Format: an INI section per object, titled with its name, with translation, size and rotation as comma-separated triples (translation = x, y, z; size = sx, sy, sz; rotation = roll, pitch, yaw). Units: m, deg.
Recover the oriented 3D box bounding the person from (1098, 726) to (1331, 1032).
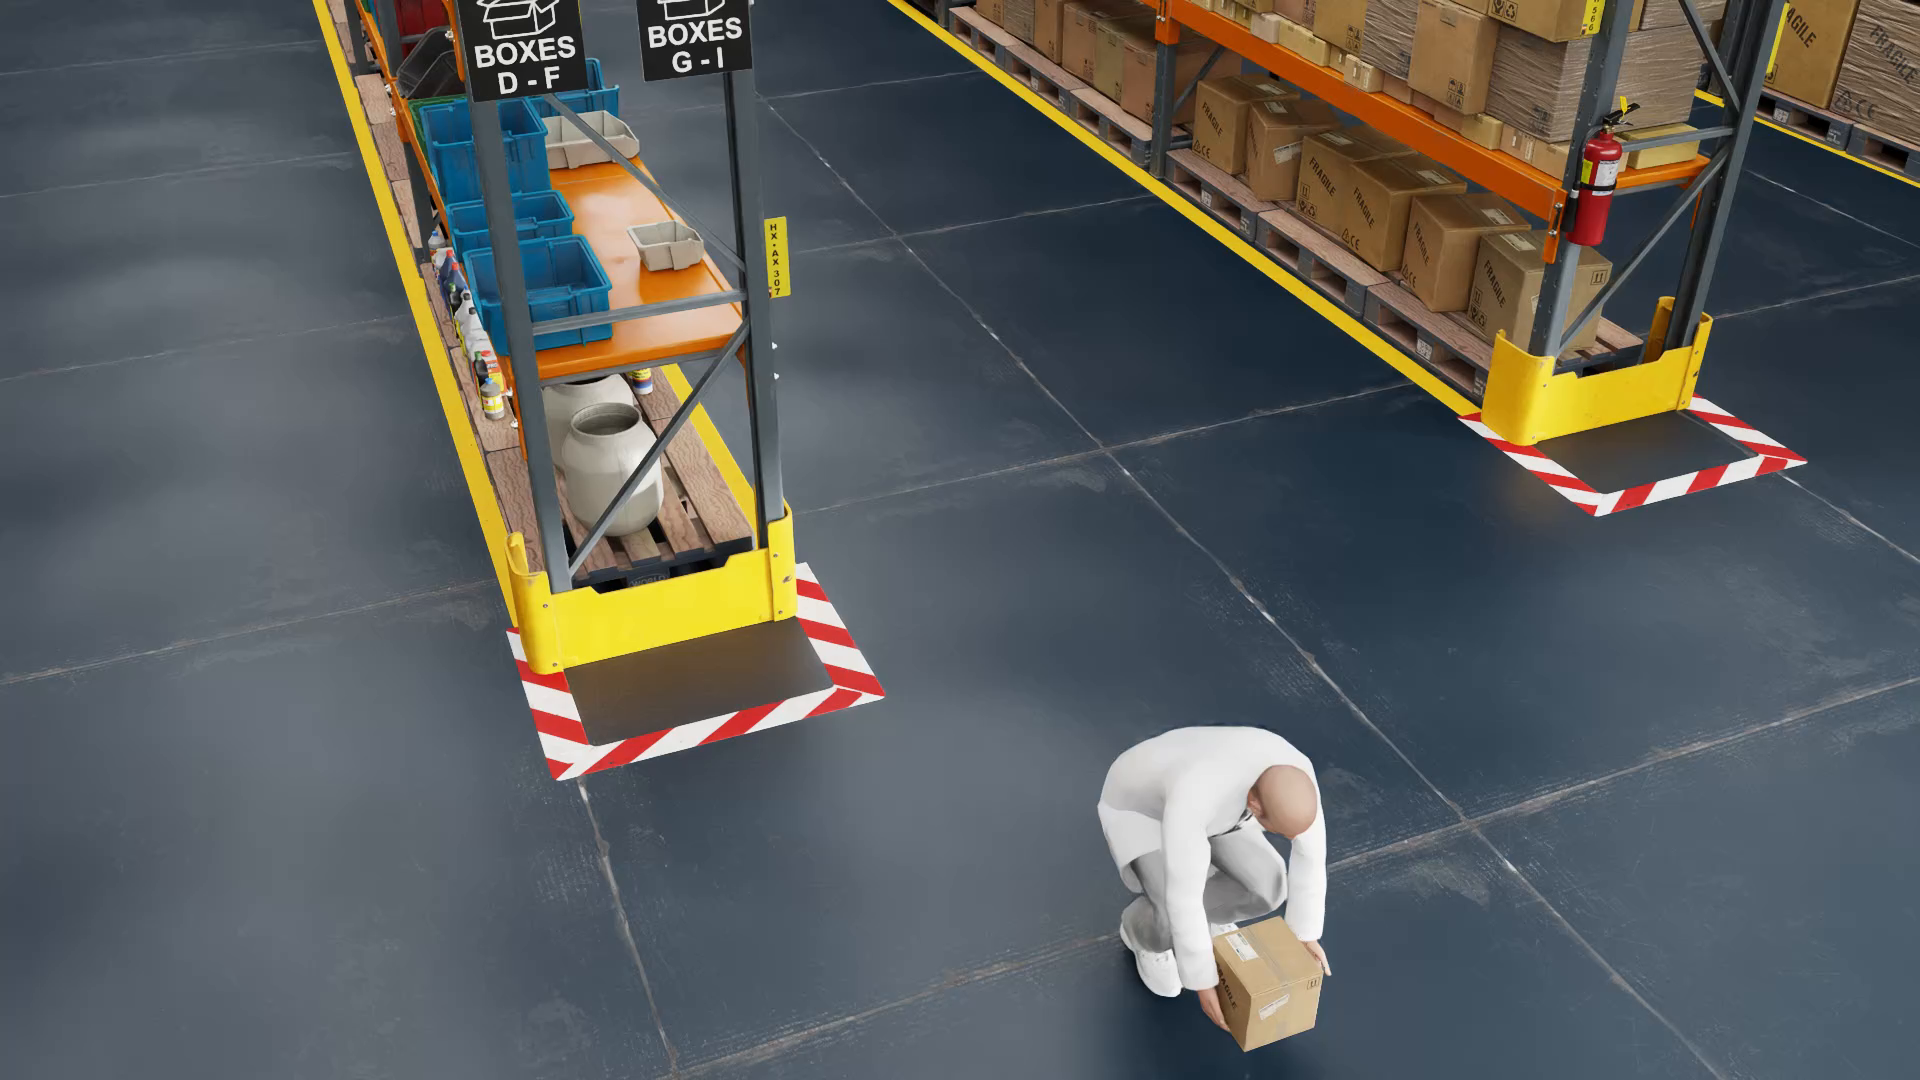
[person]
translation = 0.804, 0.982, 5.302
size = 0.608, 1.062, 0.892
rotation = -13, 35, -19
